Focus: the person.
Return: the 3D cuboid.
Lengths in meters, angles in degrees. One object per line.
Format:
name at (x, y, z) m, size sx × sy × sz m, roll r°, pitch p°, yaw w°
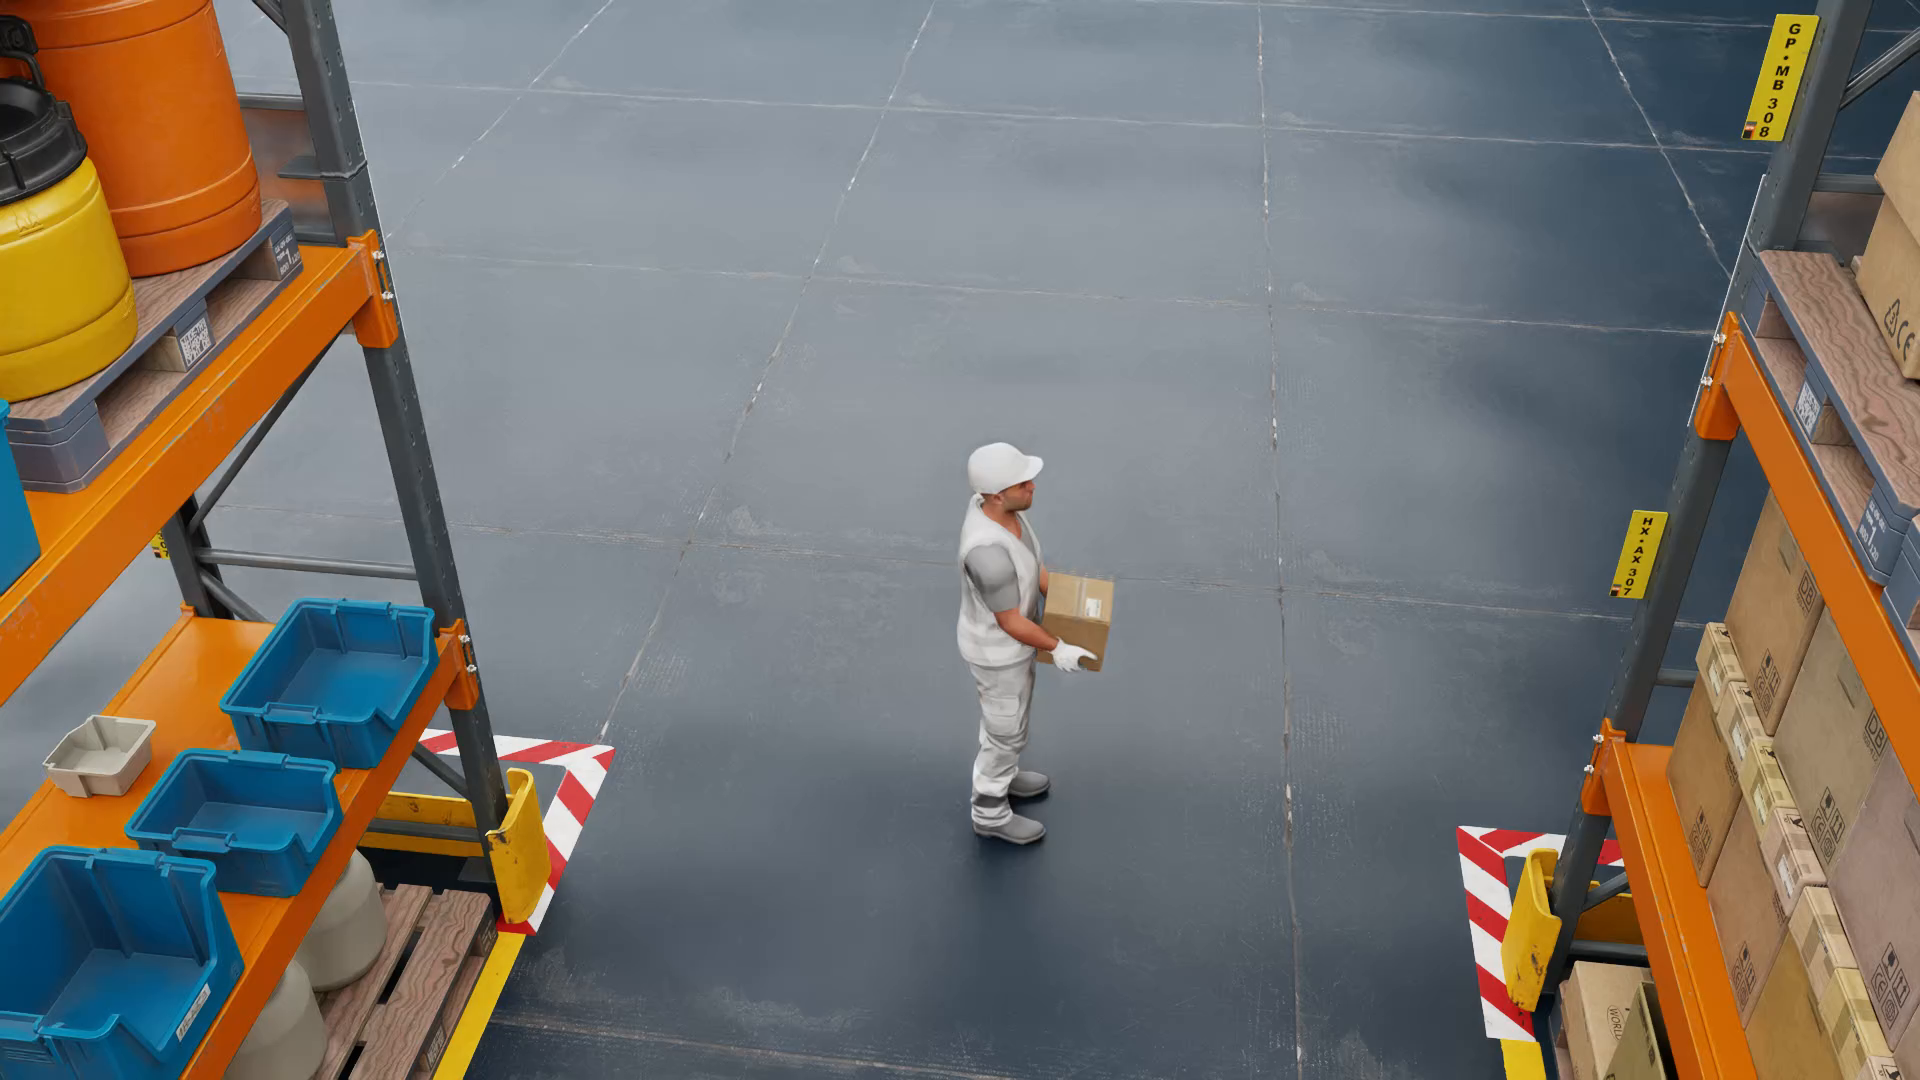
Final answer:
person at (0.249, 0.398, 6.464) m, size 0.519 × 1.794 × 0.526 m, roll 4°, pitch 36°, yaw 6°
